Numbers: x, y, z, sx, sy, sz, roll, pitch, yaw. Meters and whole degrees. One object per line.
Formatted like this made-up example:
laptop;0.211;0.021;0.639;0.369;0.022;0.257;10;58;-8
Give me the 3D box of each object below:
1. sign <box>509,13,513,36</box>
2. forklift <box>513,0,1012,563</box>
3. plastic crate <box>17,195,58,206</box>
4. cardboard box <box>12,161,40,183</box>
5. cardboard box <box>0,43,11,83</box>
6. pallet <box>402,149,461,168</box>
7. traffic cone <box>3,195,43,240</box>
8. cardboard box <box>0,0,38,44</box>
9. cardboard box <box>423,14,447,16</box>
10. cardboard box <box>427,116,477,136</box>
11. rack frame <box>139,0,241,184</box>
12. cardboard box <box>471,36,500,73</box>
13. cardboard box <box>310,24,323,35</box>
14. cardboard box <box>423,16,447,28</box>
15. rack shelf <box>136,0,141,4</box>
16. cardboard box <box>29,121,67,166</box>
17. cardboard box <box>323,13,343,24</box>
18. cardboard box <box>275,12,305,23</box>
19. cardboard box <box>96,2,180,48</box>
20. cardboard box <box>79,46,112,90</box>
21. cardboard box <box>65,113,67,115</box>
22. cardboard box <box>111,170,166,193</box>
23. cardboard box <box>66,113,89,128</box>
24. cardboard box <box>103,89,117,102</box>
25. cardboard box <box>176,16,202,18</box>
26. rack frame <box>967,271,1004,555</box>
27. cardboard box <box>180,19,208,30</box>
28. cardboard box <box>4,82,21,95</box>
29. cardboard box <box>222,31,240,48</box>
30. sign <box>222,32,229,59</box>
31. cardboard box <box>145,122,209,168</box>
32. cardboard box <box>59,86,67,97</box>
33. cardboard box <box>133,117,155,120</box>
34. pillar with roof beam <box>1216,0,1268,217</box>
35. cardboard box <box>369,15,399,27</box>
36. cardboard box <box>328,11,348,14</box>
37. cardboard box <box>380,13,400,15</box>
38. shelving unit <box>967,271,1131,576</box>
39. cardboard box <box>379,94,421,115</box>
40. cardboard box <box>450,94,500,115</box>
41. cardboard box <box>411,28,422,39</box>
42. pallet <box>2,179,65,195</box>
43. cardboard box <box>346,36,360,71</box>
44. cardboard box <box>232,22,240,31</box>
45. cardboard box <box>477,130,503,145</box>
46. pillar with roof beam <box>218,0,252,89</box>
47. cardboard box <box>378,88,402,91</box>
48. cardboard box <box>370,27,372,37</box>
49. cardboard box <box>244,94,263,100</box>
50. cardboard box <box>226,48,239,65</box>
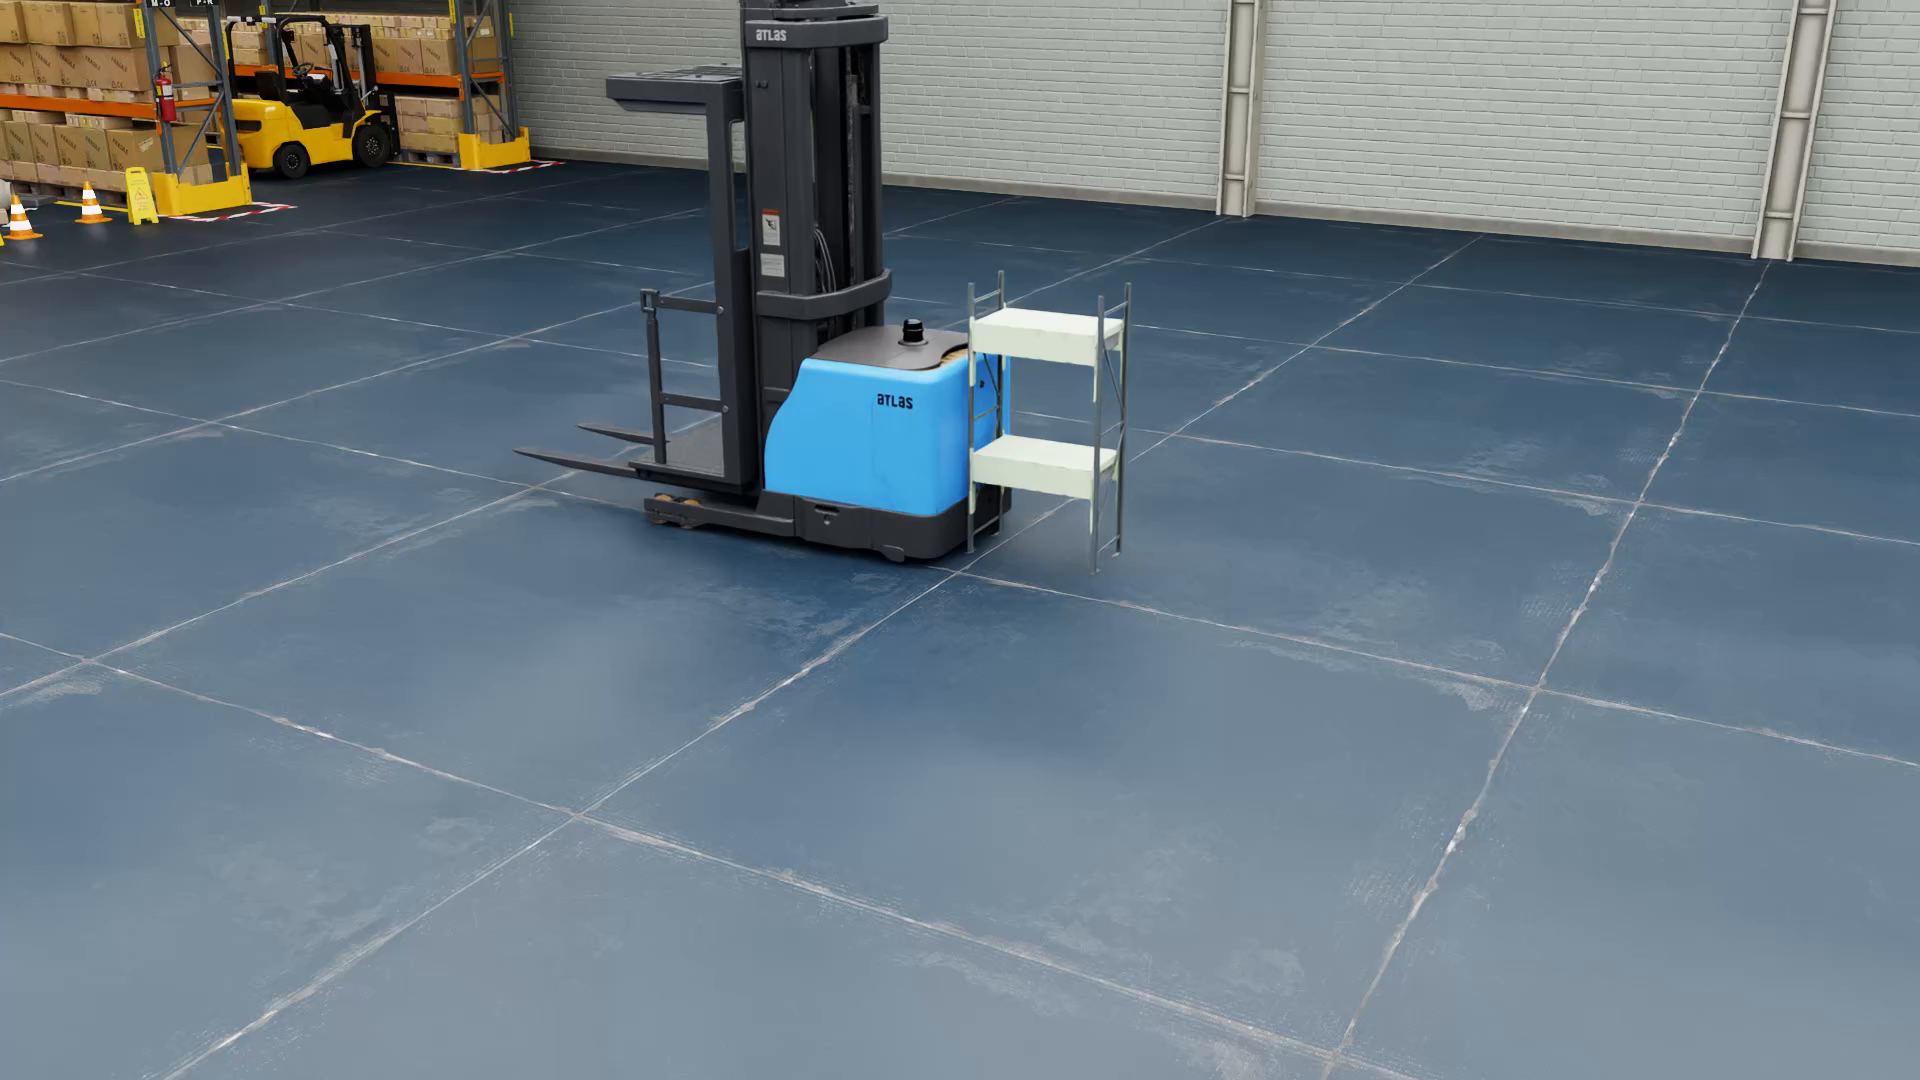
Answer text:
sign;-6.657;-7.623;24.595;0.005;0.325;0.100;11;23;27
forklift;-1.252;-1.590;9.449;3.031;2.935;1.130;10;22;25
plastic crate;-11.872;-4.324;21.167;0.583;0.080;0.402;3;20;9
cardboard box;-11.988;-4.842;21.732;0.500;0.250;0.500;12;23;30
cardboard box;-12.145;-6.156;21.353;0.500;0.500;0.500;11;23;27
pallet;-7.621;-5.818;25.095;1.213;0.211;1.003;11;23;27
traffic cone;-10.600;-3.644;18.733;0.334;0.463;0.336;11;23;27
cardboard box;-11.704;-6.538;20.940;0.500;0.500;0.700;10;22;26
cardboard box;-7.781;-7.765;24.837;0.250;0.149;0.380;11;23;28
cardboard box;-7.511;-6.142;24.582;0.500;0.250;0.500;10;22;27
rack frame;-9.351;-5.536;20.228;0.127;3.000;1.000;11;23;27
cardboard box;-7.230;-7.227;24.742;0.500;0.500;0.500;12;23;29
cardboard box;-9.628;-7.760;25.260;0.250;0.149;0.380;11;23;28
cardboard box;-7.579;-7.535;24.204;0.250;0.149;0.380;11;23;27
rack shelf;-11.097;-6.941;20.756;4.000;0.370;1.077;11;23;27
cardboard box;-11.535;-5.108;21.365;0.500;0.500;0.500;12;23;30
cardboard box;-9.378;-7.865;25.115;0.250;0.149;0.380;10;22;26
cardboard box;-10.292;-8.030;25.570;0.250;0.149;0.380;11;23;28
cardboard box;-9.903;-6.213;20.045;0.500;0.500;0.700;10;22;26
cardboard box;-10.394;-5.816;20.417;0.500;0.500;0.500;11;23;27
cardboard box;-12.196;-5.440;22.281;0.500;0.500;0.500;10;22;27
cardboard box;-10.209;-4.499;20.786;0.500;0.250;0.500;11;23;27
cardboard box;-10.978;-5.282;20.894;0.250;0.149;0.380;12;23;30
cardboard box;-10.270;-5.475;20.427;0.250;0.149;0.380;10;22;26
cardboard box;-12.807;-8.611;27.608;0.250;0.149;0.380;10;22;26
rack frame;0.139;-0.687;9.058;0.023;1.500;0.400;10;22;25
cardboard box;-12.231;-8.247;26.604;0.250;0.149;0.380;10;22;26
cardboard box;-12.033;-5.822;21.385;0.250;0.149;0.380;12;23;29
cardboard box;-11.431;-7.933;26.323;0.500;0.250;0.500;10;22;26
sign;-9.086;-6.105;20.526;0.005;0.325;0.100;11;23;27
cardboard box;-9.941;-5.014;21.105;0.500;0.500;0.500;10;22;26
cardboard box;-11.107;-5.677;20.984;0.250;0.149;0.380;11;23;27
cardboard box;-13.380;-7.318;28.008;0.625;0.625;0.875;12;23;29
pillar with roof beam;1.275;-6.942;15.305;0.400;9.000;9.100;11;23;27
cardboard box;-8.512;-7.686;24.619;0.250;0.149;0.380;11;23;28
cardboard box;-9.563;-8.114;25.801;0.250;0.149;0.380;11;22;27
cardboard box;-8.691;-7.934;25.305;0.250;0.149;0.380;12;23;29
shelving unit;0.466;-0.630;8.903;0.755;1.500;0.431;10;22;25
cardboard box;-8.382;-6.537;24.938;0.500;0.250;0.500;11;23;28
cardboard box;-7.261;-6.526;24.906;0.500;0.250;0.500;10;22;26
cardboard box;-7.807;-7.436;24.367;0.250;0.149;0.380;11;23;28
pallet;-12.239;-4.789;22.259;1.213;0.211;1.003;11;23;27
cardboard box;-8.831;-7.320;24.998;0.500;0.500;0.500;11;23;28
cardboard box;-11.254;-8.116;26.243;0.250;0.149;0.380;11;23;27
cardboard box;-7.267;-6.059;25.087;0.500;0.250;0.500;11;23;28
pillar with roof beam;-14.439;-9.935;23.557;0.400;9.000;9.100;11;23;27
cardboard box;-9.017;-6.862;25.835;0.500;0.250;0.500;11;23;28
cardboard box;-8.679;-7.615;24.862;0.250;0.149;0.380;11;22;27
cardboard box;-10.886;-6.844;26.701;0.625;0.625;0.875;12;23;30
cardboard box;-11.435;-7.697;26.405;0.500;0.250;0.500;11;22;27
